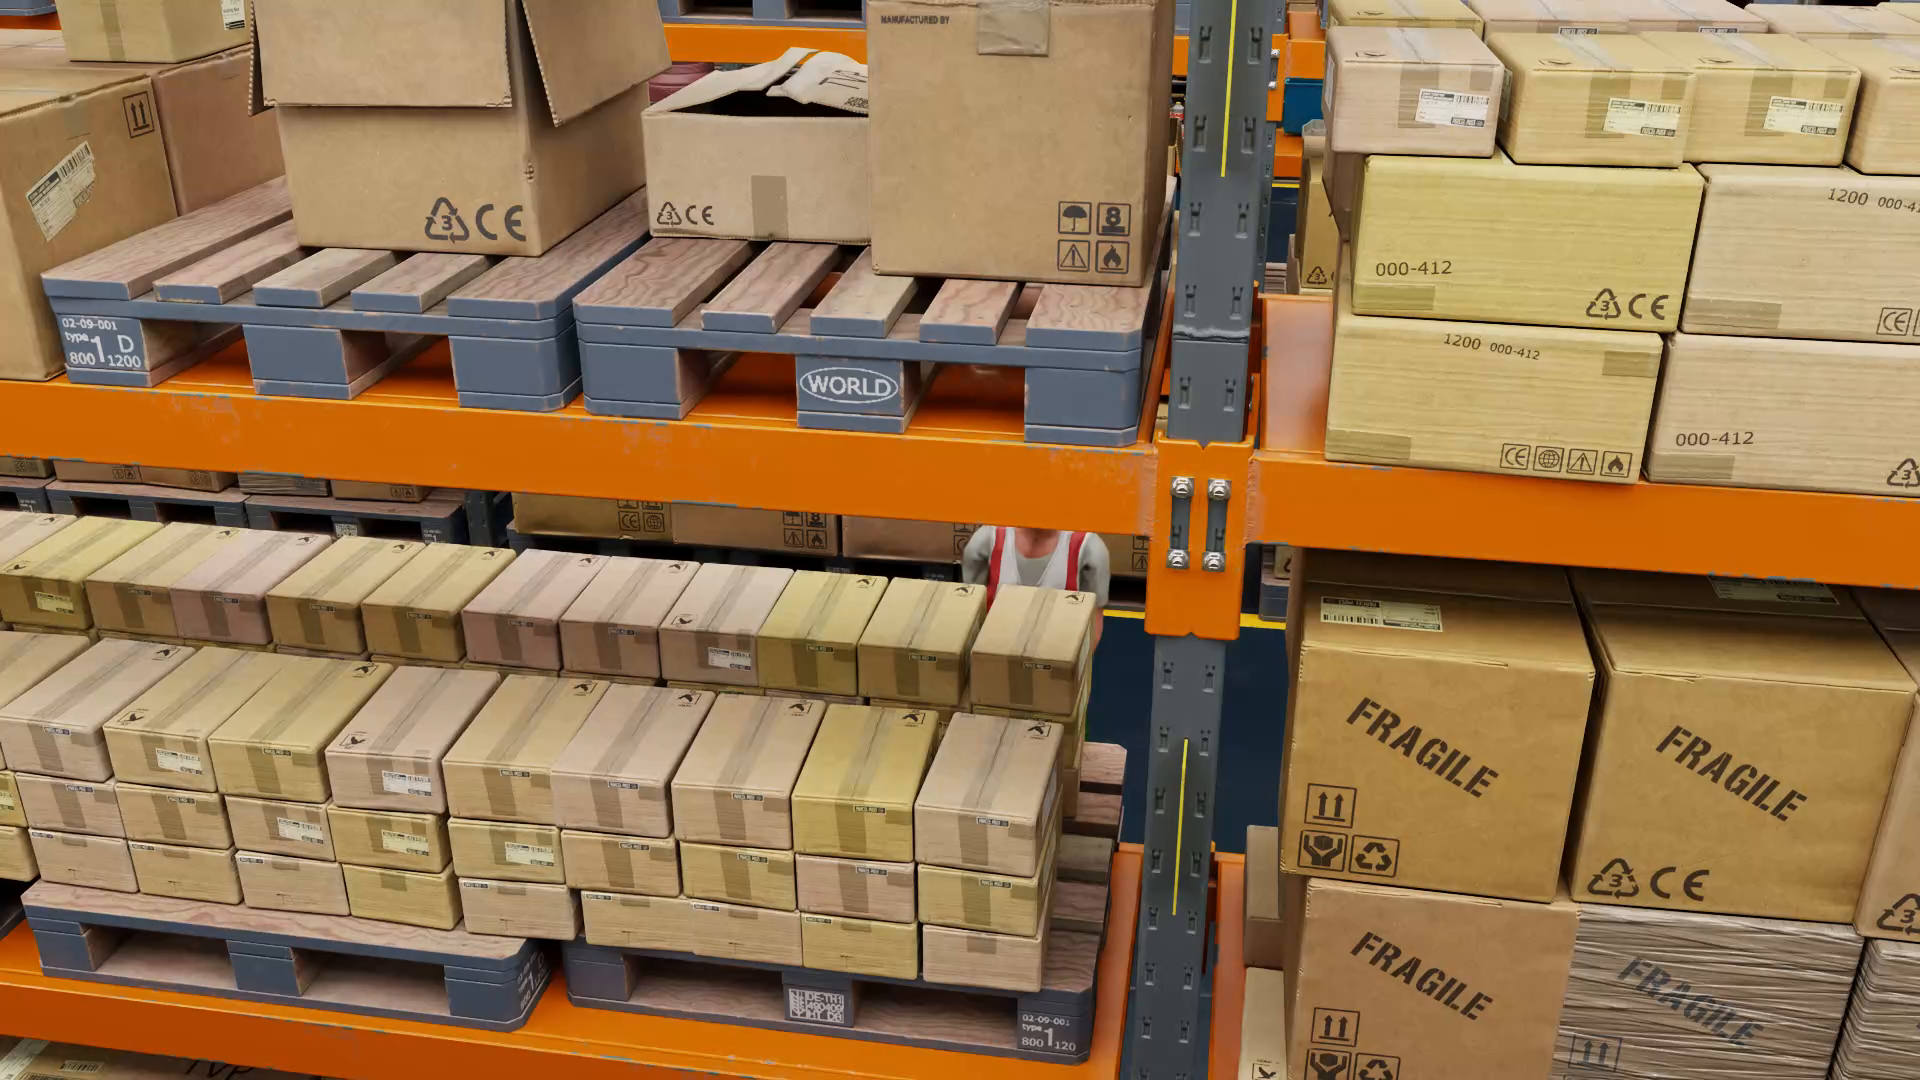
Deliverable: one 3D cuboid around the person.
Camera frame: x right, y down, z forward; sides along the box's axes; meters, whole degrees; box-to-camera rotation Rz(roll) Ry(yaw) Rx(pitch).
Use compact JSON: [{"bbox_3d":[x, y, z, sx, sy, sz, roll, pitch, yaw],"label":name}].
[{"bbox_3d":[0.248,0.543,5.891,0.522,1.794,0.538,4,25,8],"label":"person"}]
